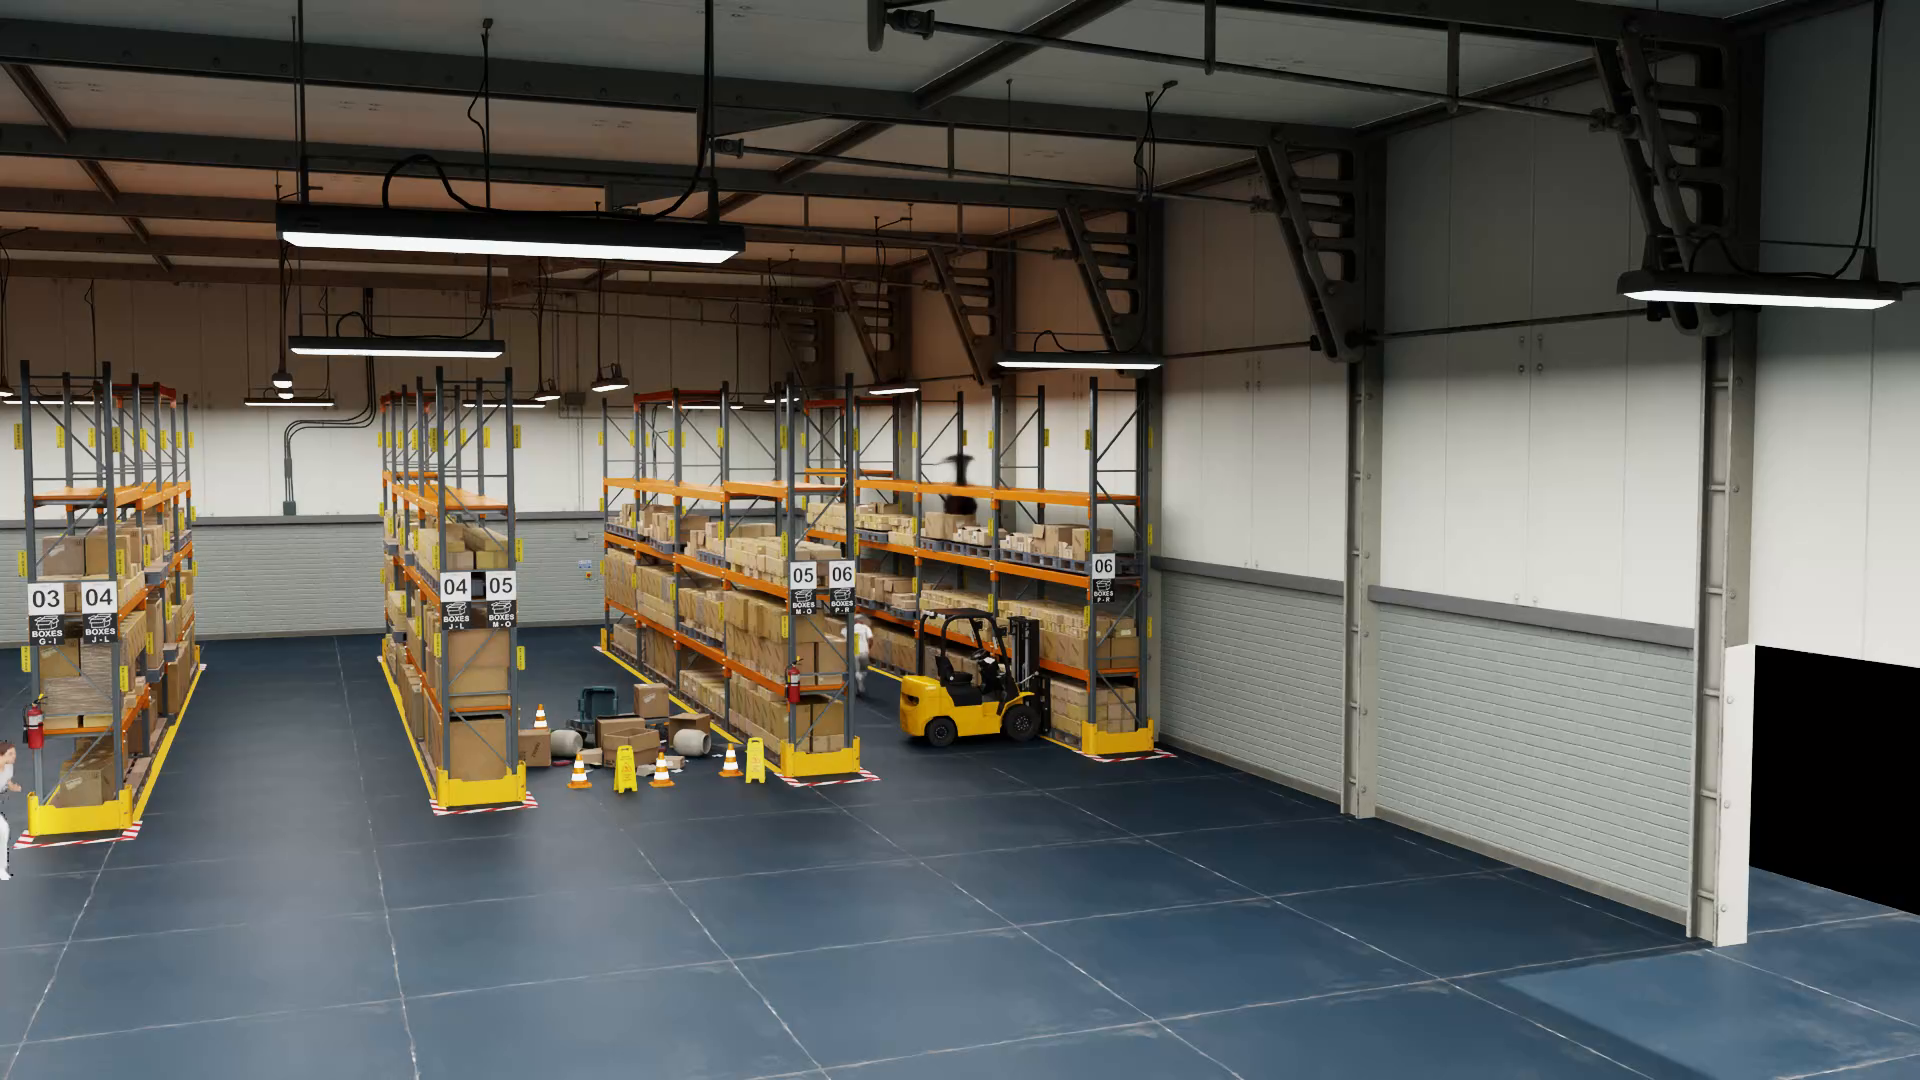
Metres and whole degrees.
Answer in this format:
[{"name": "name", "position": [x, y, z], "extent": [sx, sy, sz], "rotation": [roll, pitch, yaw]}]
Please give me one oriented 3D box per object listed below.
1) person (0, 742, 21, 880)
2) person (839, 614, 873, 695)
[{"name": "person", "position": [-11.183, 3.099, 18.953], "extent": [0.955, 1.616, 0.610], "rotation": [0, 3, 6]}, {"name": "person", "position": [-2.024, 2.273, 32.606], "extent": [0.675, 1.565, 0.938], "rotation": [-1, 3, -10]}]
